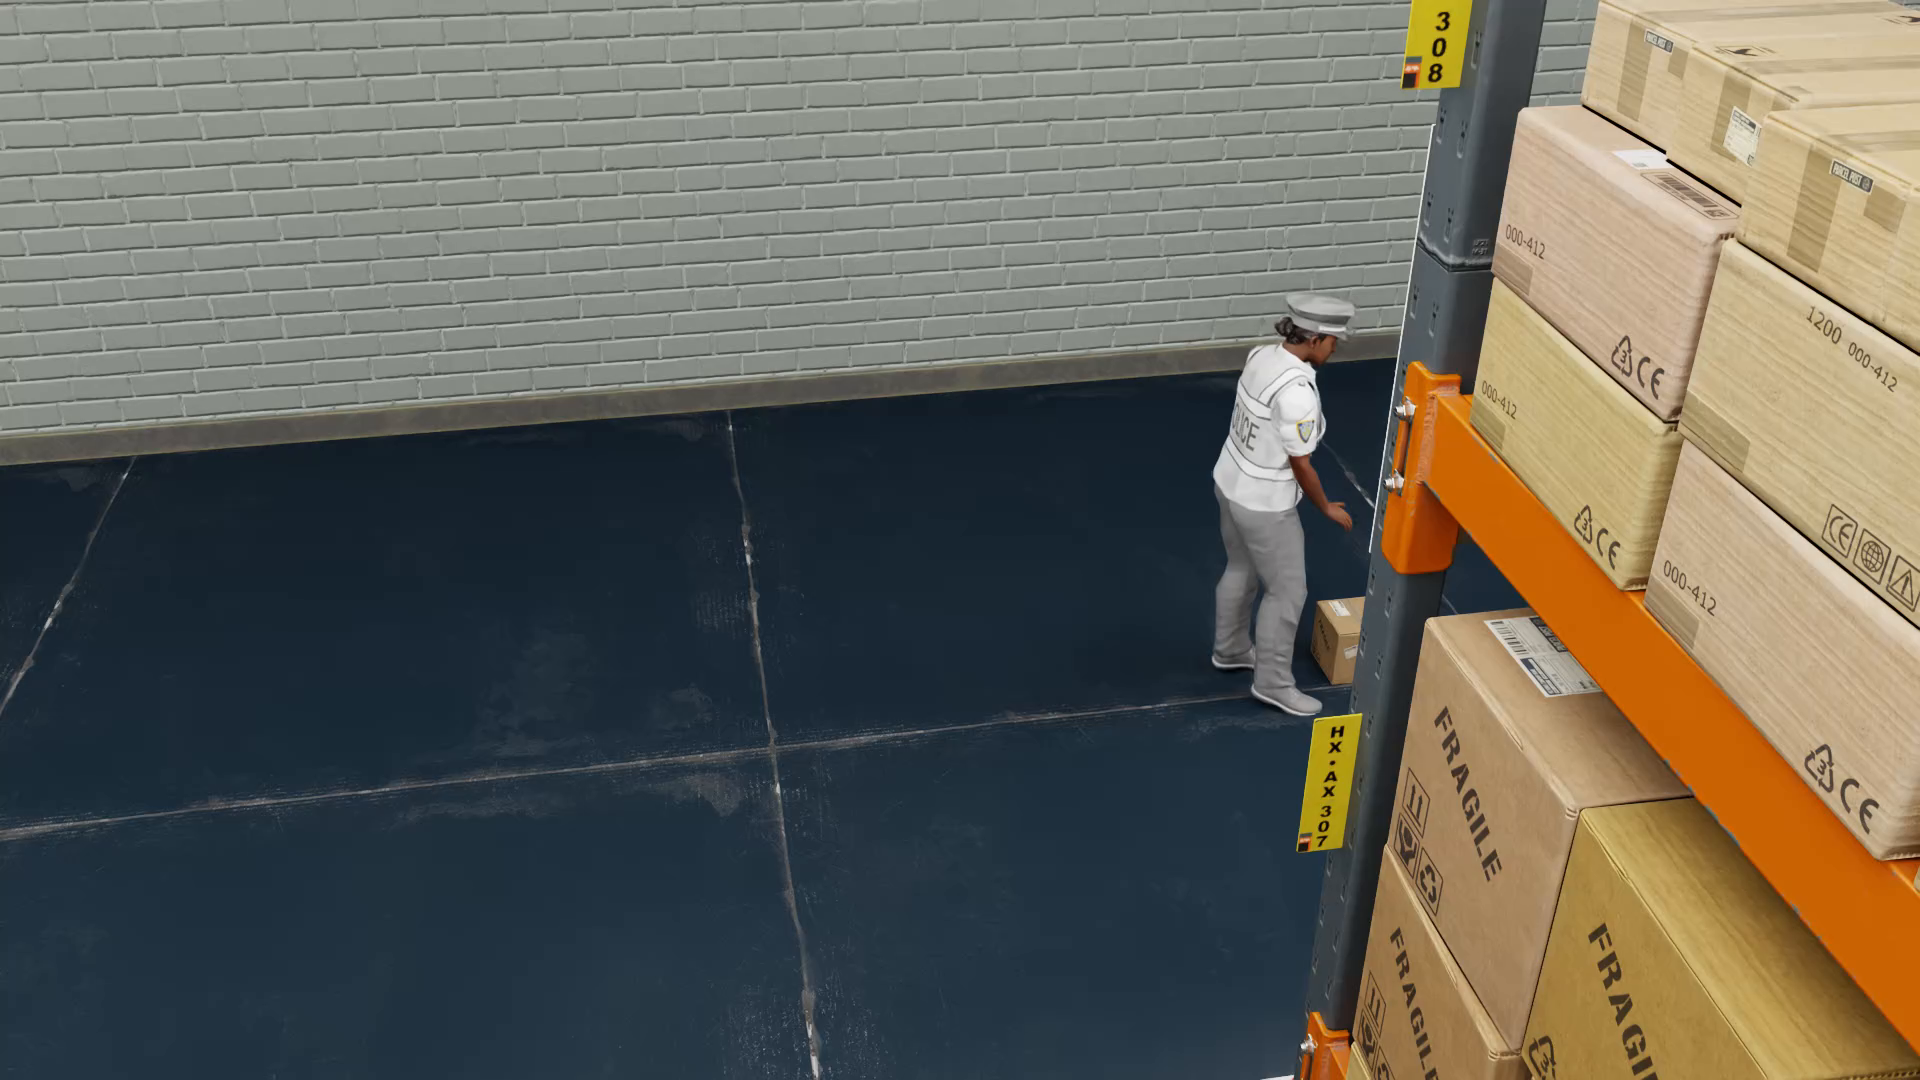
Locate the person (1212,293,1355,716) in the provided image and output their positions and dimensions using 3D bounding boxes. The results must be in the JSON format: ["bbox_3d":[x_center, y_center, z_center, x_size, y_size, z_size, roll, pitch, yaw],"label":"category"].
[{"bbox_3d":[1.228,-0.129,6.360,0.493,1.681,0.512,-5,31,-9],"label":"person"}]
